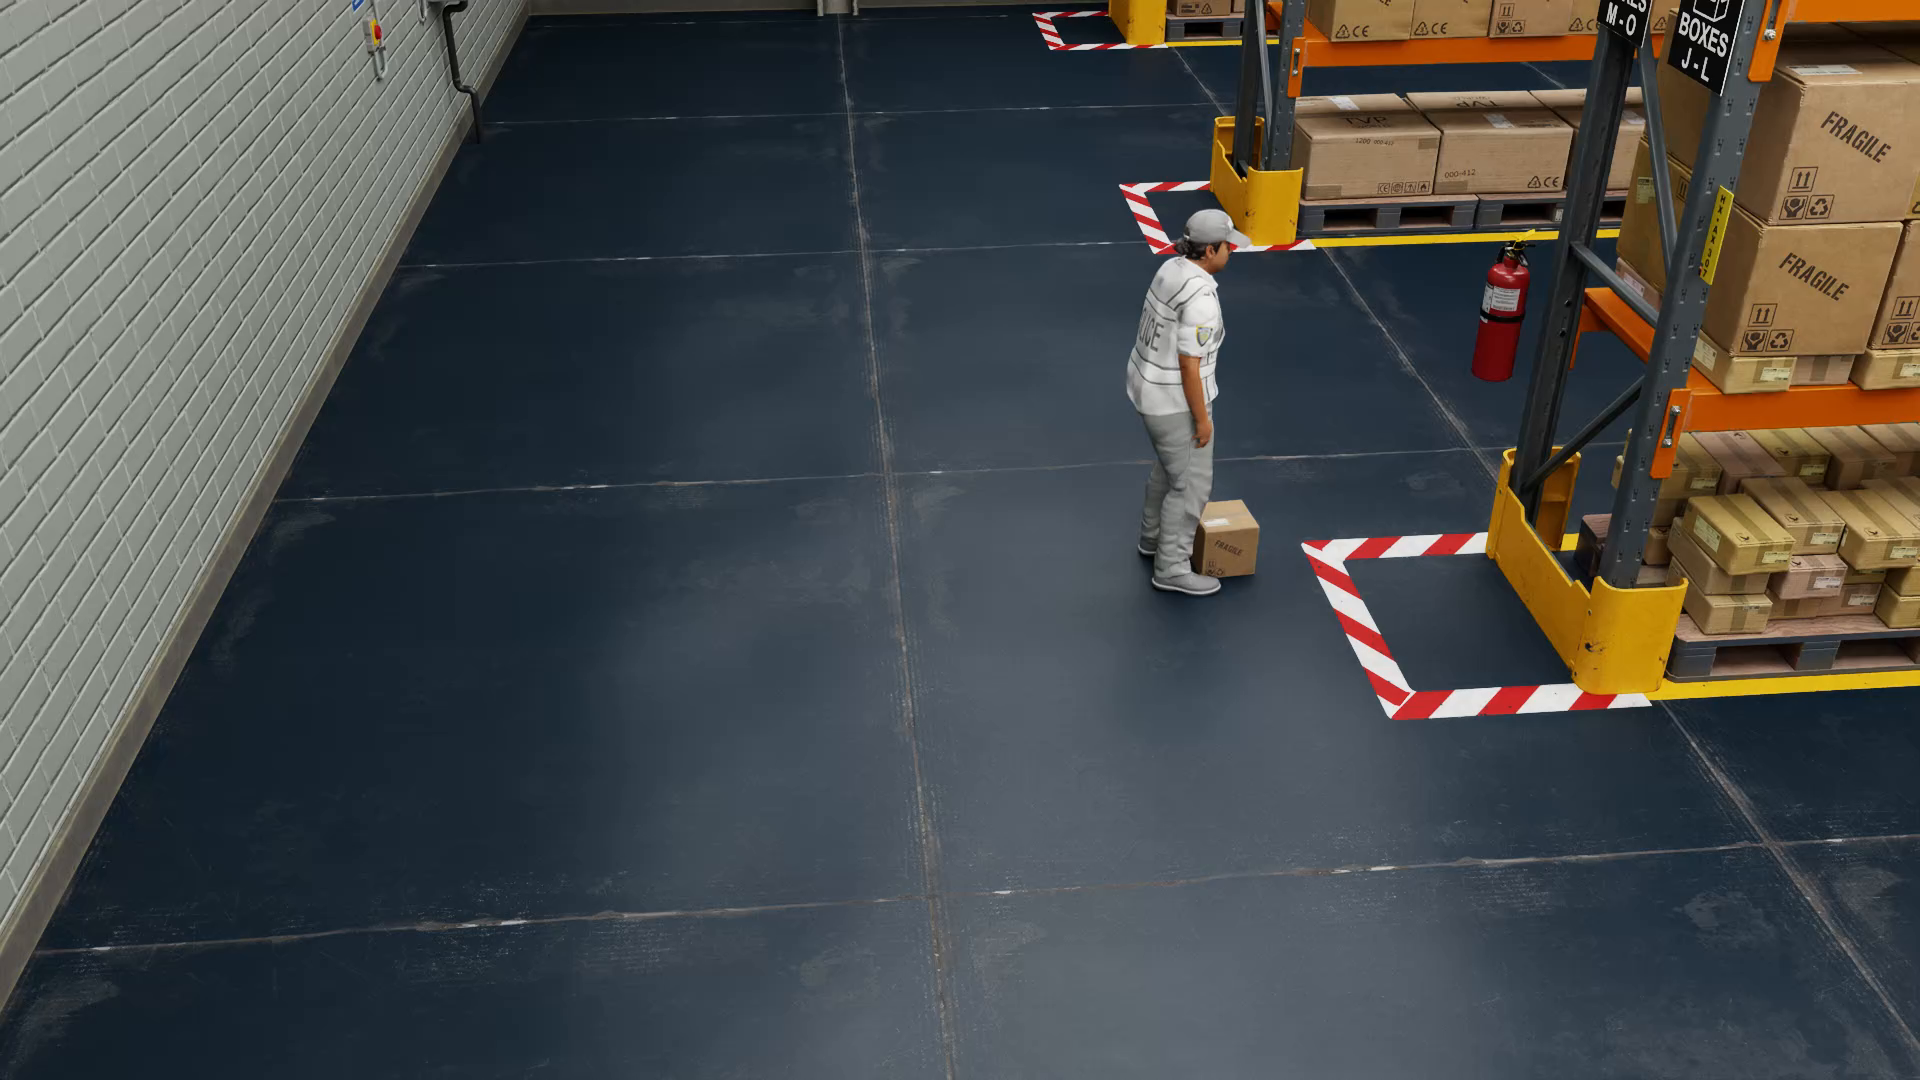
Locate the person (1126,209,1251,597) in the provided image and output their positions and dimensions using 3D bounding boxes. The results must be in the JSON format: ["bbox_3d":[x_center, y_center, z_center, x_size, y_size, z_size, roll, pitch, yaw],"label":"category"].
[{"bbox_3d":[0.964,-0.598,7.112,0.469,1.665,0.560,-5,32,-8],"label":"person"}]
